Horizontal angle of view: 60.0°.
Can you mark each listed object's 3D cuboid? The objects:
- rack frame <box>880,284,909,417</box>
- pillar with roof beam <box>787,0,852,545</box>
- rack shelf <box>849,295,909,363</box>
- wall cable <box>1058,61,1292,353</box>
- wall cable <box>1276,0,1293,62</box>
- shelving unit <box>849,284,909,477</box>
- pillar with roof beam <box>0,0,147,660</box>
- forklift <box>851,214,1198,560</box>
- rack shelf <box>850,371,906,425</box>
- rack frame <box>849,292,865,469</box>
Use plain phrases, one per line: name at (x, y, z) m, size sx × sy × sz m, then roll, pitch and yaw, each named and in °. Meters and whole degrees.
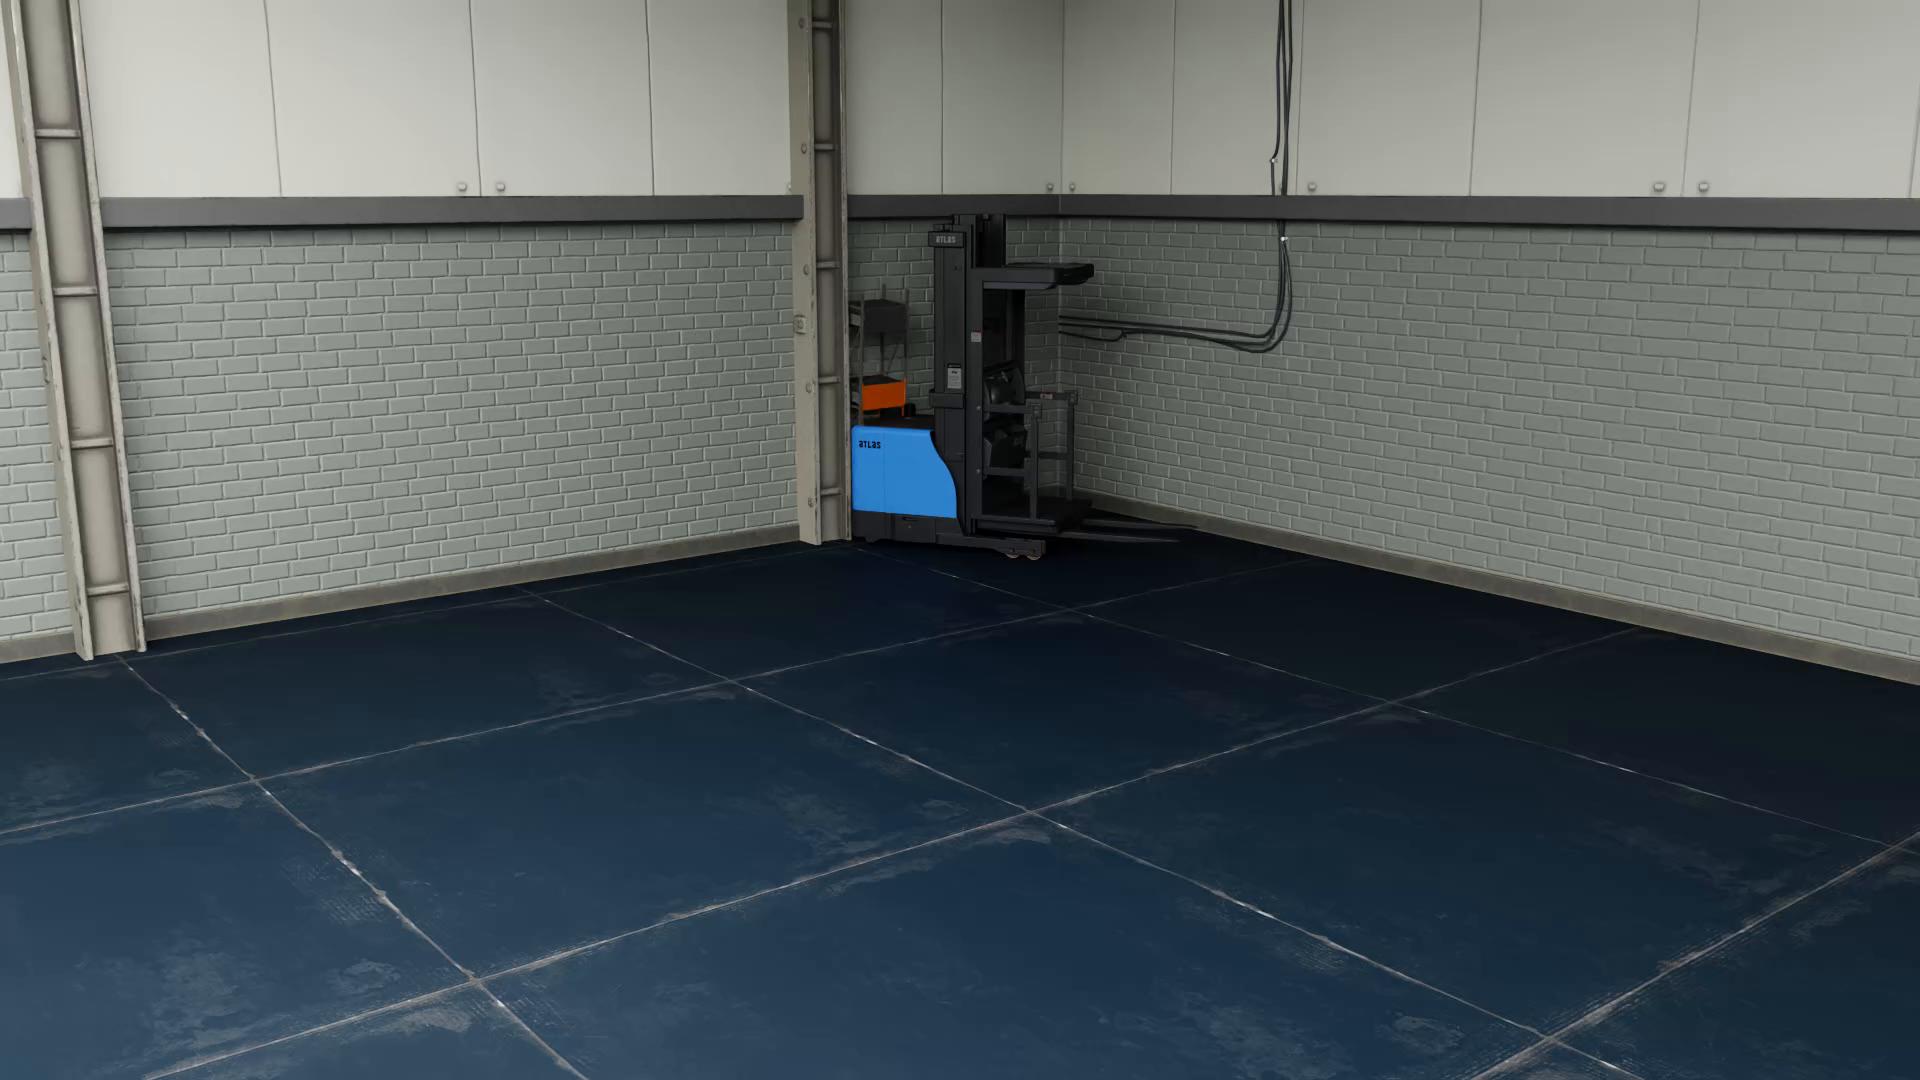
rack frame at (-0.622, -1.293, 15.379) m, size 0.015 × 2.100 × 0.400 m, roll -10°, pitch 21°, yaw -36°
pillar with roof beam at (1.450, -3.708, 11.050) m, size 0.400 × 9.000 × 9.100 m, roll -9°, pitch 15°, yaw -38°
rack shelf at (-0.788, -1.914, 15.037) m, size 0.480 × 0.518 × 0.431 m, roll -10°, pitch 21°, yaw -36°
wall cable at (1.888, -3.056, 15.451) m, size 0.112 × 2.526 × 3.097 m, roll -9°, pitch 15°, yaw -38°
wall cable at (3.578, -5.087, 12.860) m, size 0.112 × 2.526 × 3.097 m, roll -9°, pitch 15°, yaw -38°
shelving unit at (-0.815, -1.257, 15.234) m, size 0.503 × 2.100 × 0.431 m, roll -10°, pitch 21°, yaw -36°
pillar with roof beam at (-3.235, -2.930, 7.383) m, size 0.400 × 9.000 × 9.100 m, roll -9°, pitch 15°, yaw -38°
forklift at (0.578, -1.385, 14.718) m, size 3.031 × 2.935 × 1.130 m, roll 5°, pitch 13°, yaw 21°
rack shelf at (-0.816, -1.244, 15.238) m, size 0.480 × 0.518 × 0.431 m, roll -10°, pitch 21°, yaw -36°
rack frame at (-1.008, -1.222, 15.089) m, size 0.015 × 2.100 × 0.400 m, roll -10°, pitch 21°, yaw -36°
